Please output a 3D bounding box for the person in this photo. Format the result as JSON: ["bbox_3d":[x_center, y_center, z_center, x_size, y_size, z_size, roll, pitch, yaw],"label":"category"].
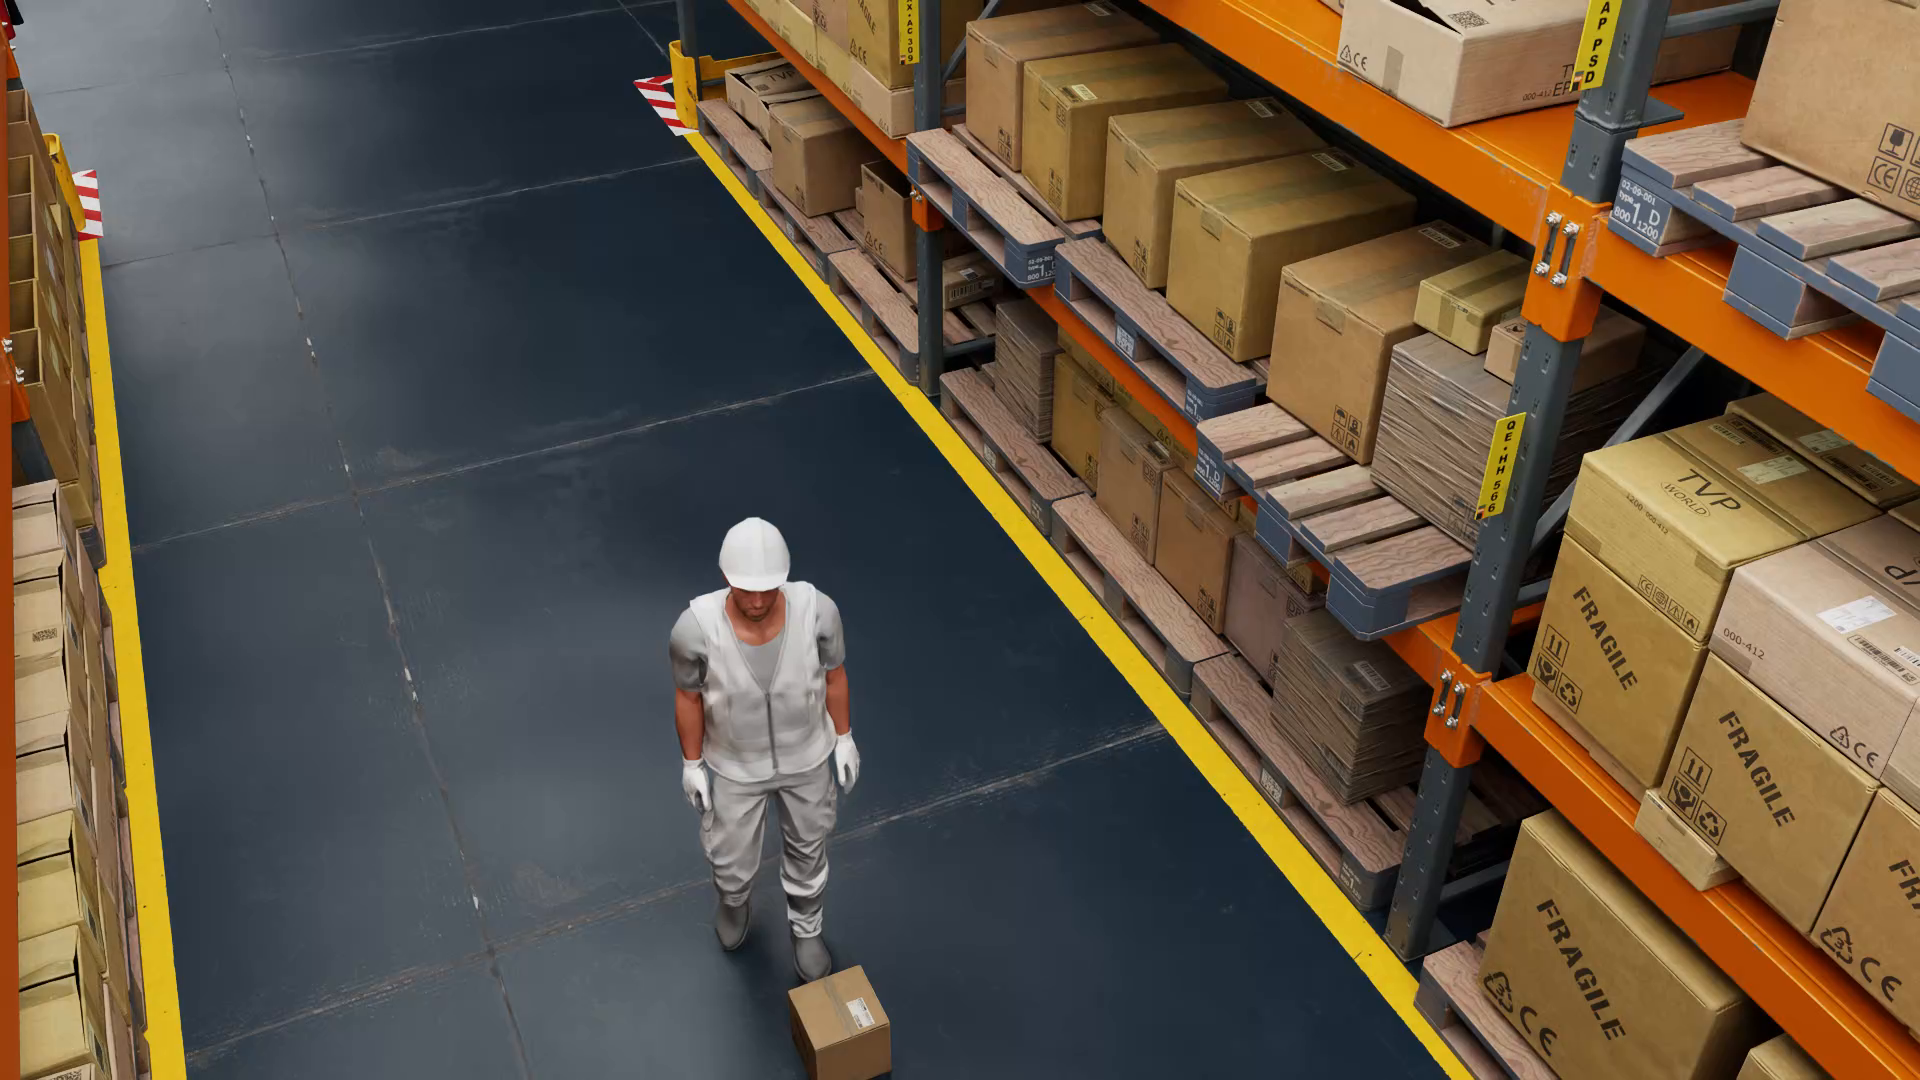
[{"bbox_3d":[-0.597,0.669,5.211,0.563,1.794,0.484,-10,38,-13],"label":"person"}]
